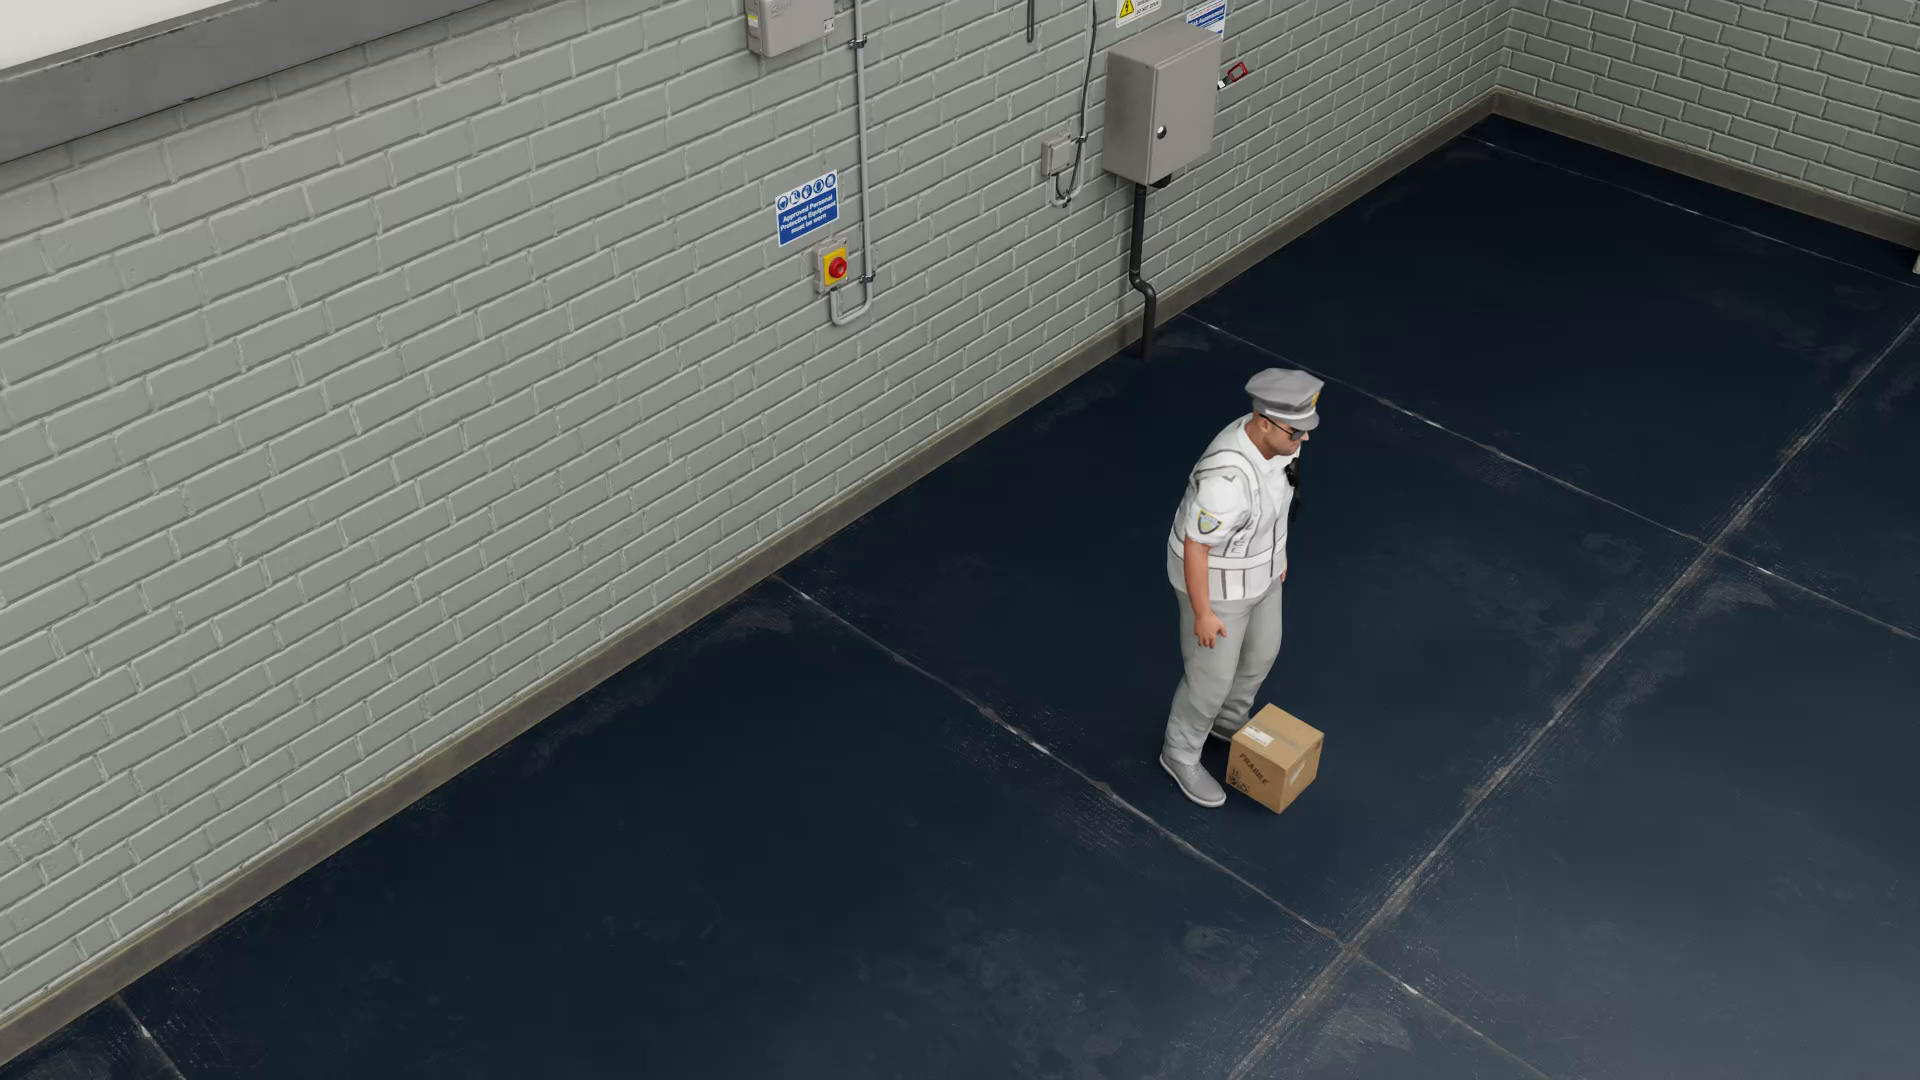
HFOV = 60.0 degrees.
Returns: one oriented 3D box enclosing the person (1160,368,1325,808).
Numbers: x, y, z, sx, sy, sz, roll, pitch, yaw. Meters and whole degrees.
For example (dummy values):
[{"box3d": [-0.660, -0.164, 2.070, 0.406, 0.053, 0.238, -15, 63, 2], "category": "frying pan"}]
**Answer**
[{"box3d": [0.998, 0.140, 5.976, 0.478, 1.747, 0.584, 28, 47, 30], "category": "person"}]
